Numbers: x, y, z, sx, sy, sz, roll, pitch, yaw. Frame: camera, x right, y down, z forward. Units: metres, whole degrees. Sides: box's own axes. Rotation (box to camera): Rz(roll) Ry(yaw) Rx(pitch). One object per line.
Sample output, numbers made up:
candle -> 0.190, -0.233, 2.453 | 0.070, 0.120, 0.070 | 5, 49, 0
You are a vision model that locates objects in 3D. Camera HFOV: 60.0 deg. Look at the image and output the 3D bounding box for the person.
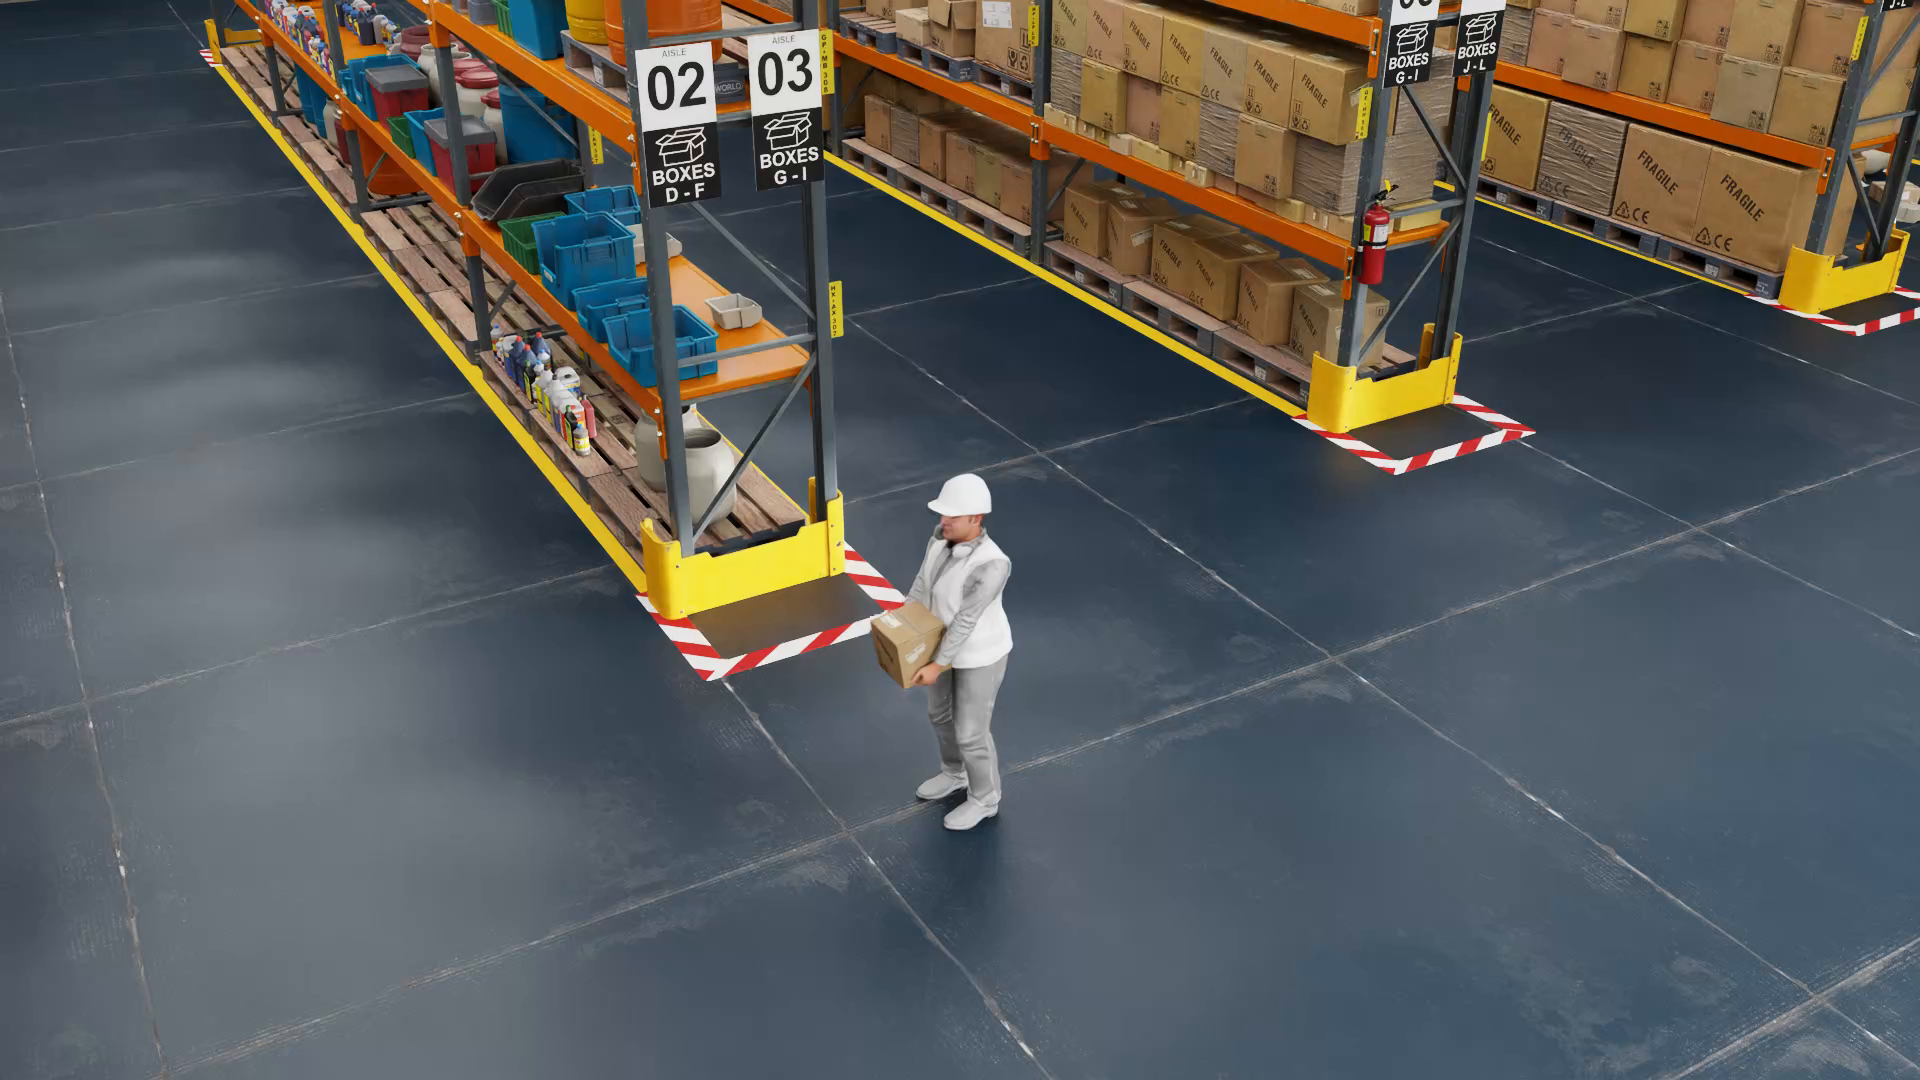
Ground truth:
person -> -0.047, 0.521, 7.596 | 0.554, 1.772, 0.495 | -16, 33, -27
